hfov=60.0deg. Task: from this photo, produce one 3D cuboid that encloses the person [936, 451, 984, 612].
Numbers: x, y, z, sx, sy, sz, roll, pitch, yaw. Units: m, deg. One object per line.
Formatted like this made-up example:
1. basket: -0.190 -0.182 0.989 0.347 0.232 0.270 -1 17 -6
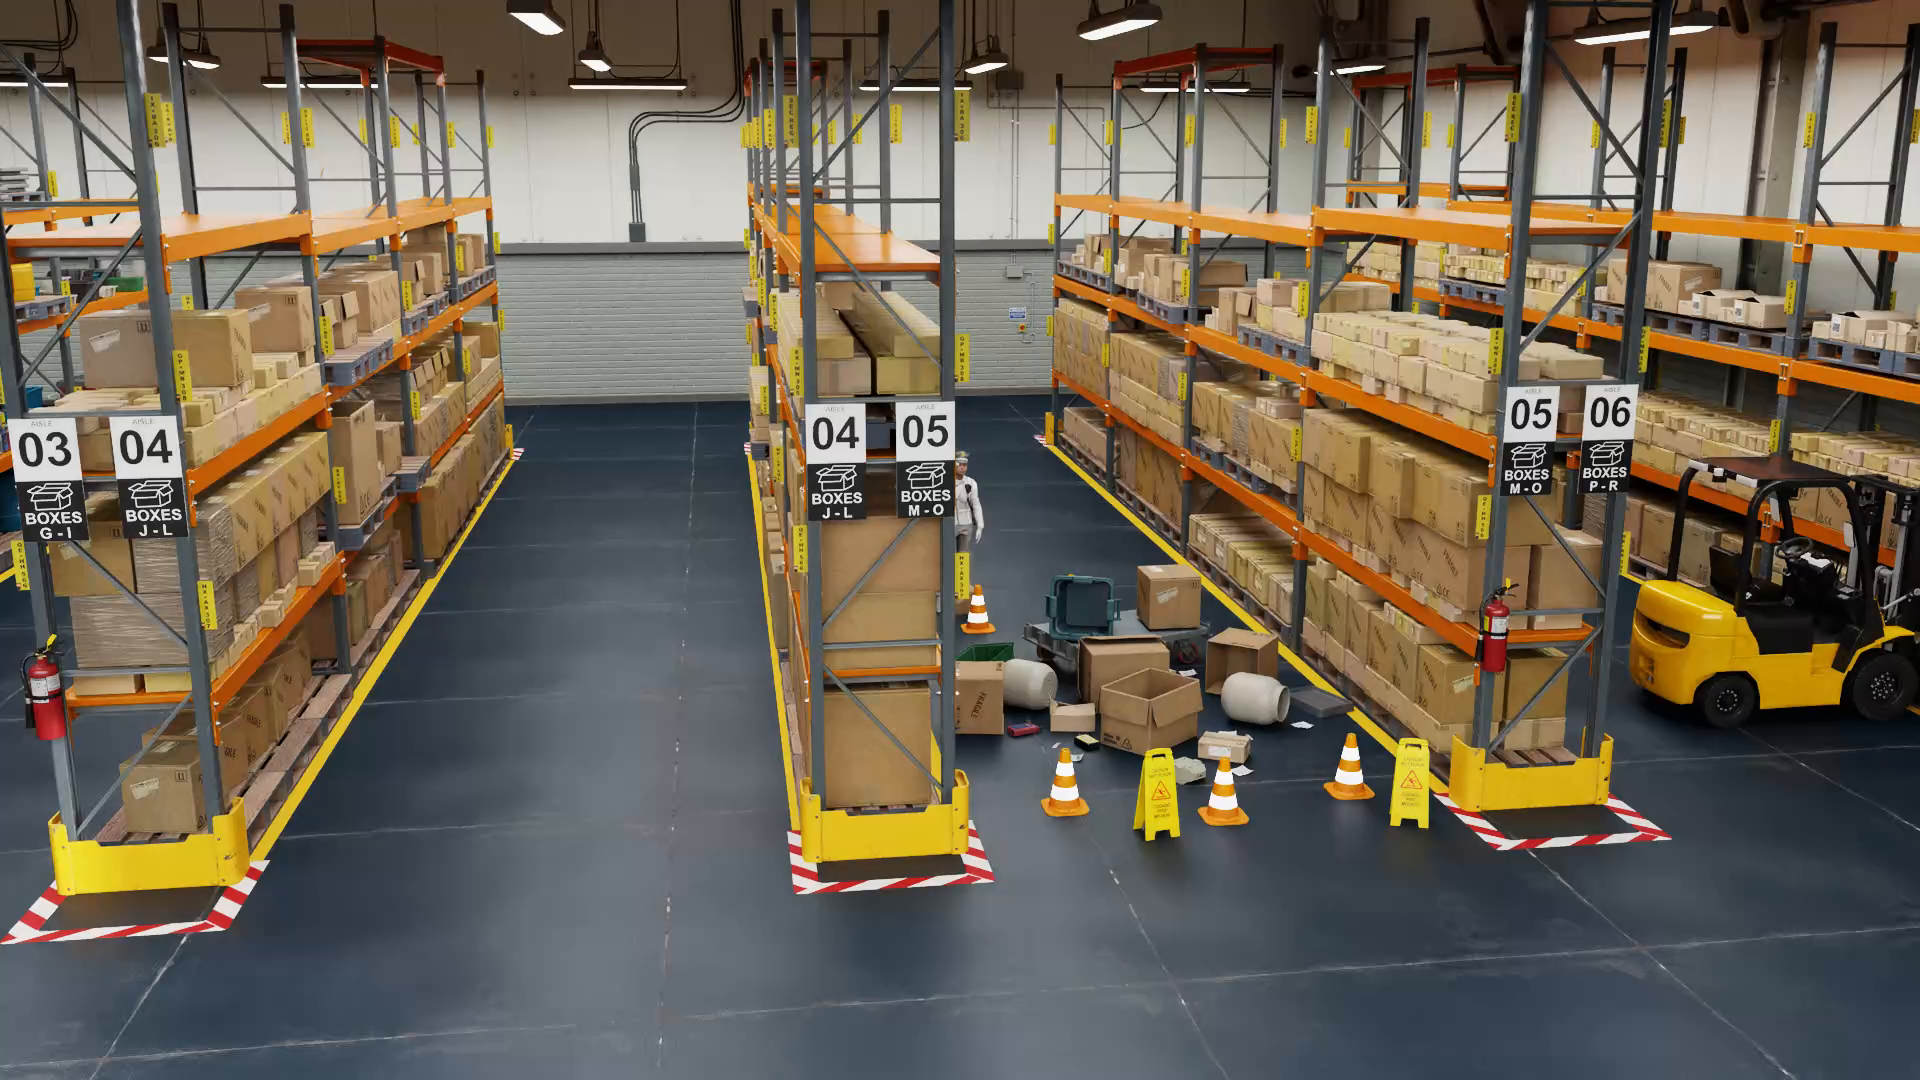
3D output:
1. person: -0.029 -0.109 17.835 0.587 1.694 0.529 -2 13 -8
